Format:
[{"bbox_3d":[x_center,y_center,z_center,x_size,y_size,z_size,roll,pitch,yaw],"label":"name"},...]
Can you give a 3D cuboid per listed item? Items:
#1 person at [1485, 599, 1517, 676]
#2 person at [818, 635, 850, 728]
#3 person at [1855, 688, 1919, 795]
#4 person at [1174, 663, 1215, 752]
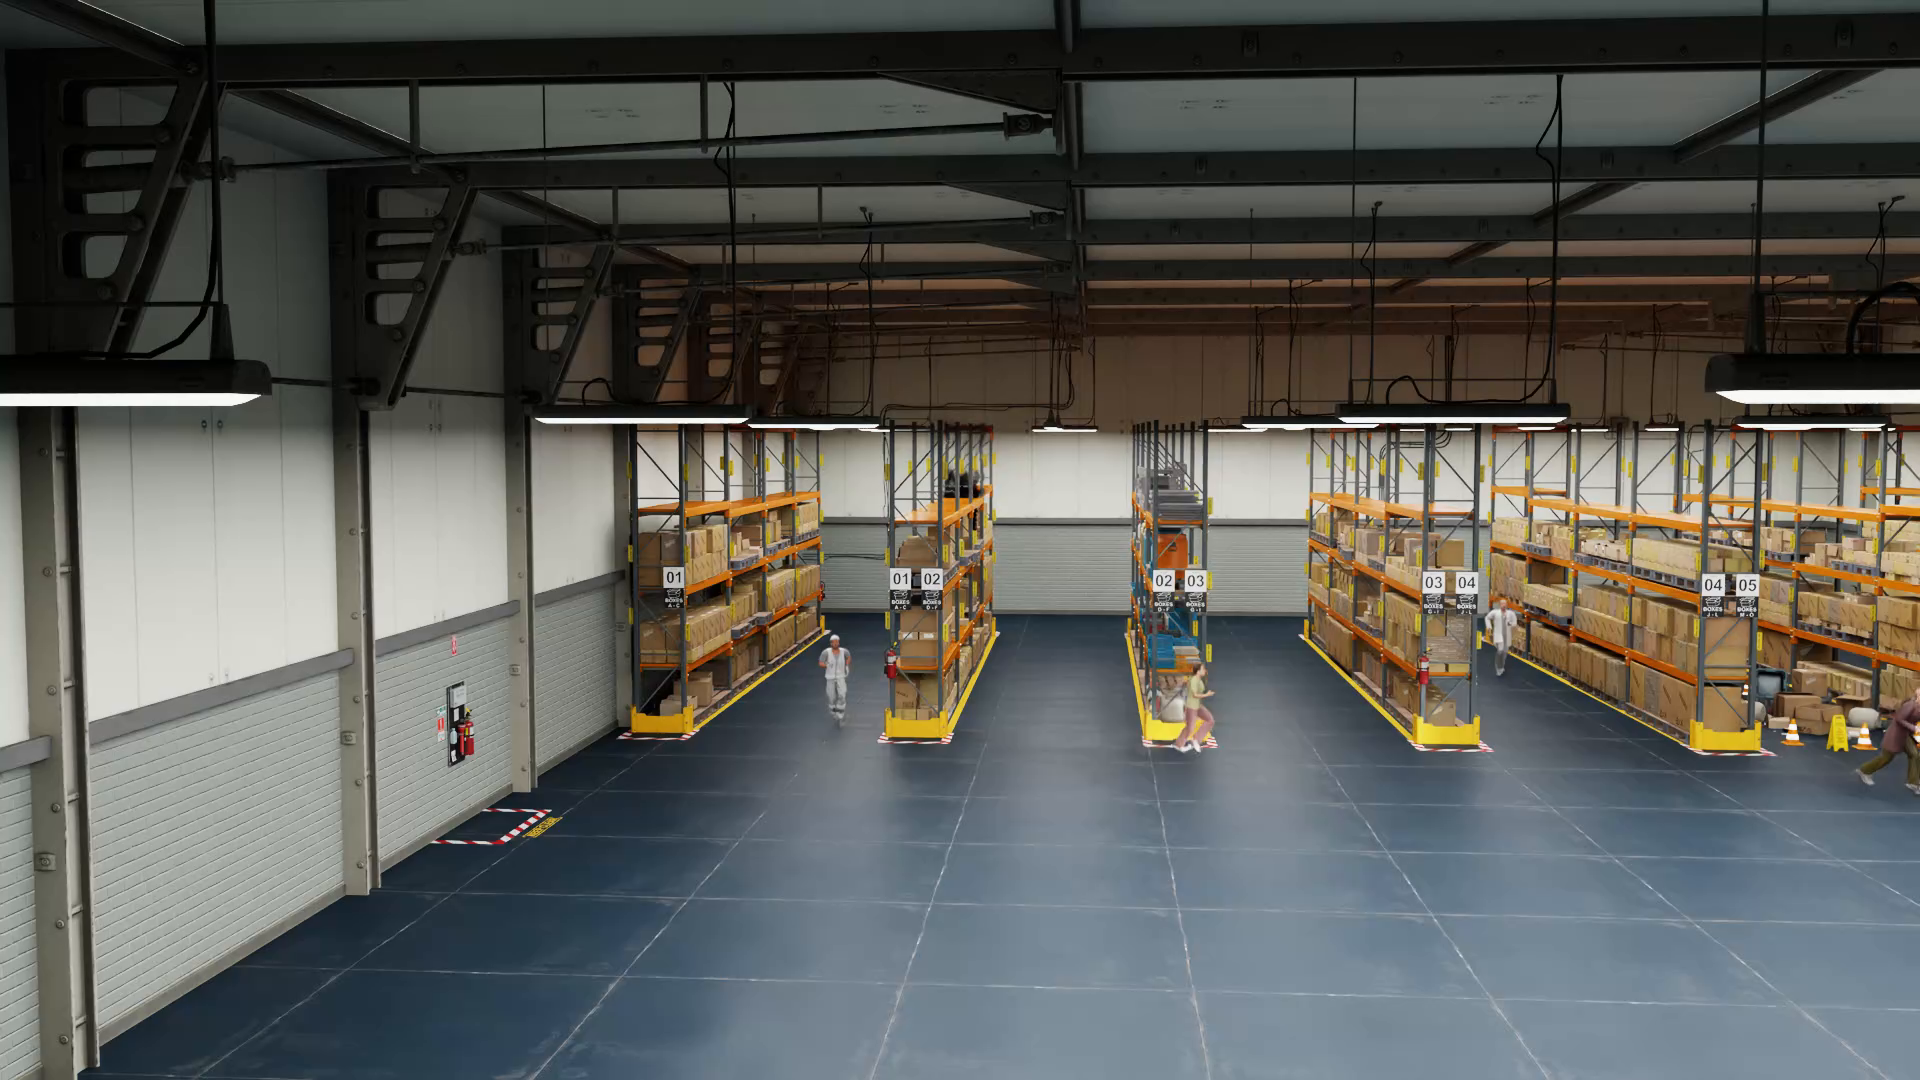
[{"bbox_3d":[12.930,2.333,39.661,0.669,1.841,0.820,0,4,0],"label":"person"},{"bbox_3d":[-2.476,2.767,32.782,0.631,1.823,0.825,0,4,-6],"label":"person"},{"bbox_3d":[14.997,3.206,26.712,1.082,1.742,0.754,3,5,43],"label":"person"},{"bbox_3d":[4.196,2.996,29.759,0.759,1.621,0.608,1,4,21],"label":"person"}]
